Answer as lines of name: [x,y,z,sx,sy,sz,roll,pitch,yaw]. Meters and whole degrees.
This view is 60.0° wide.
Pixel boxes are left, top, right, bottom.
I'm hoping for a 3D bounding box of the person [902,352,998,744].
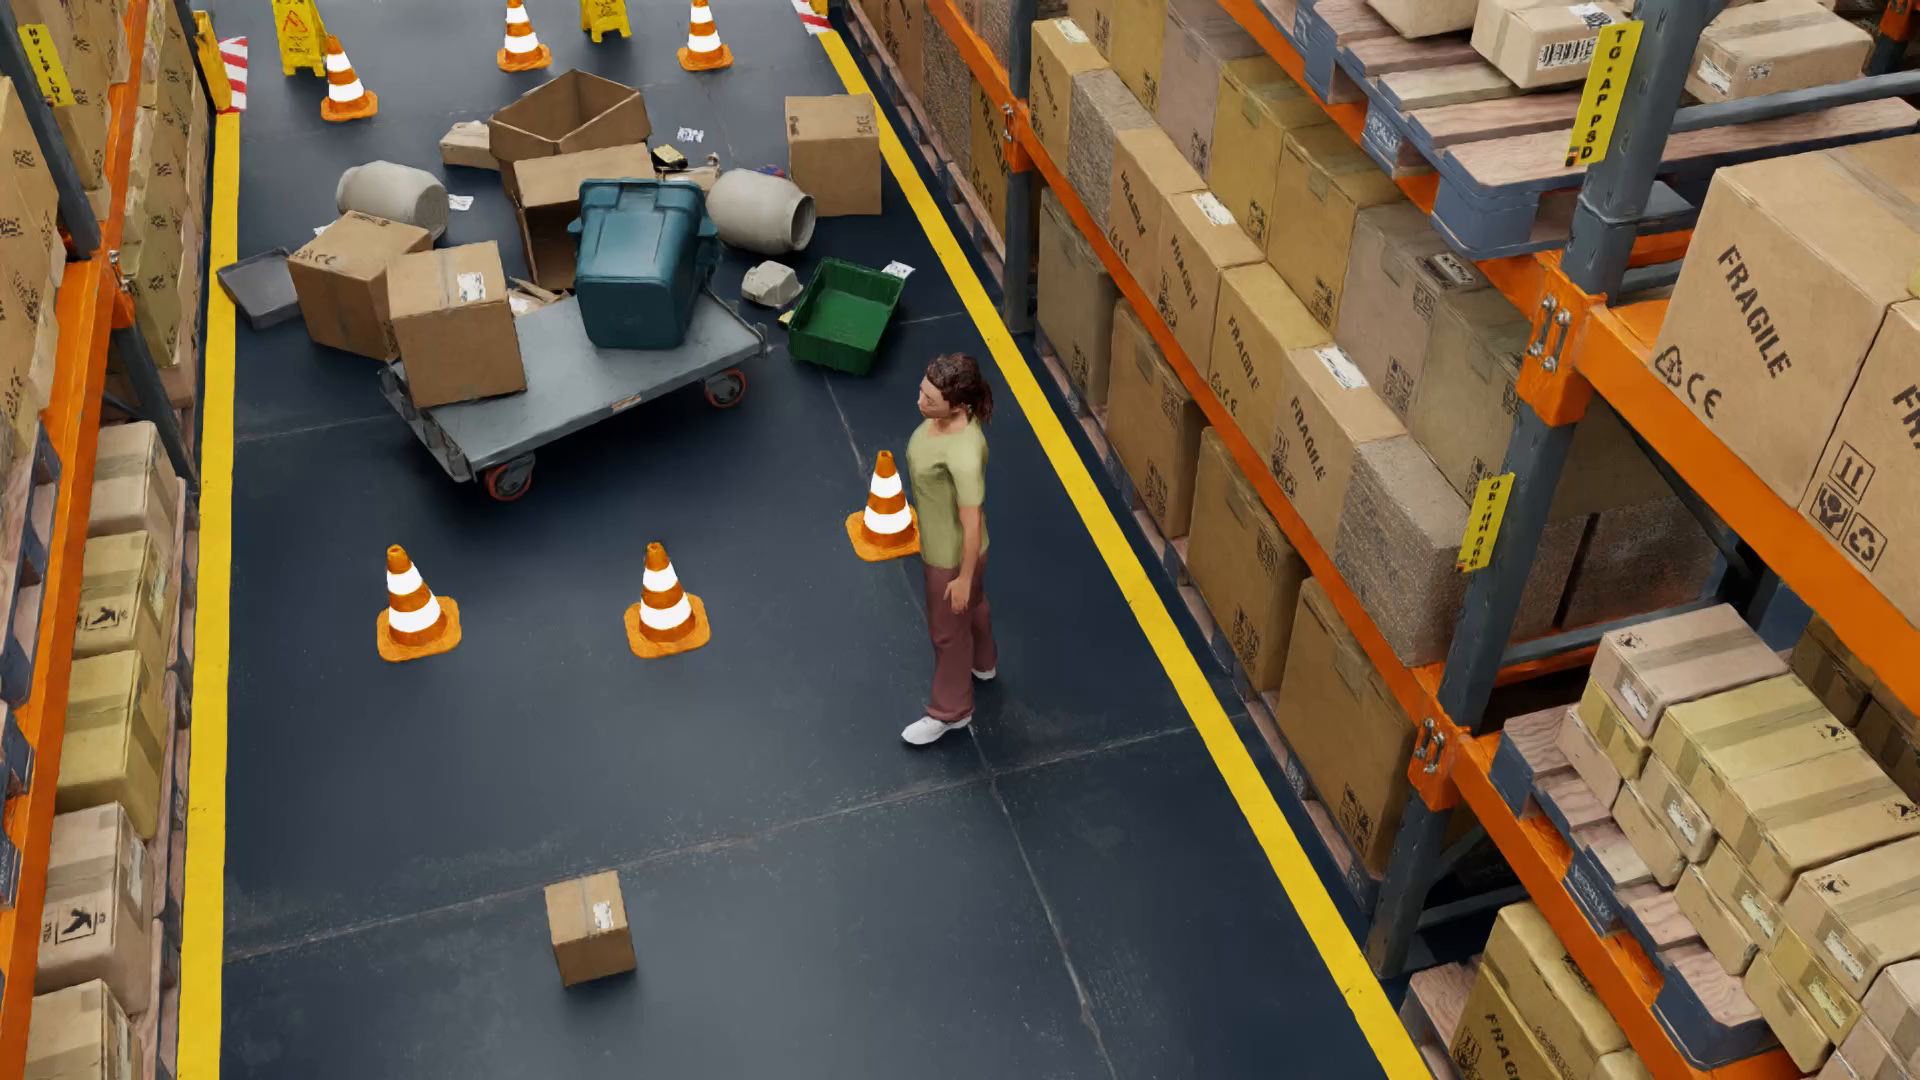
person: [-0.042,-0.002,6.129,0.412,1.669,0.594,-3,42,-4]
